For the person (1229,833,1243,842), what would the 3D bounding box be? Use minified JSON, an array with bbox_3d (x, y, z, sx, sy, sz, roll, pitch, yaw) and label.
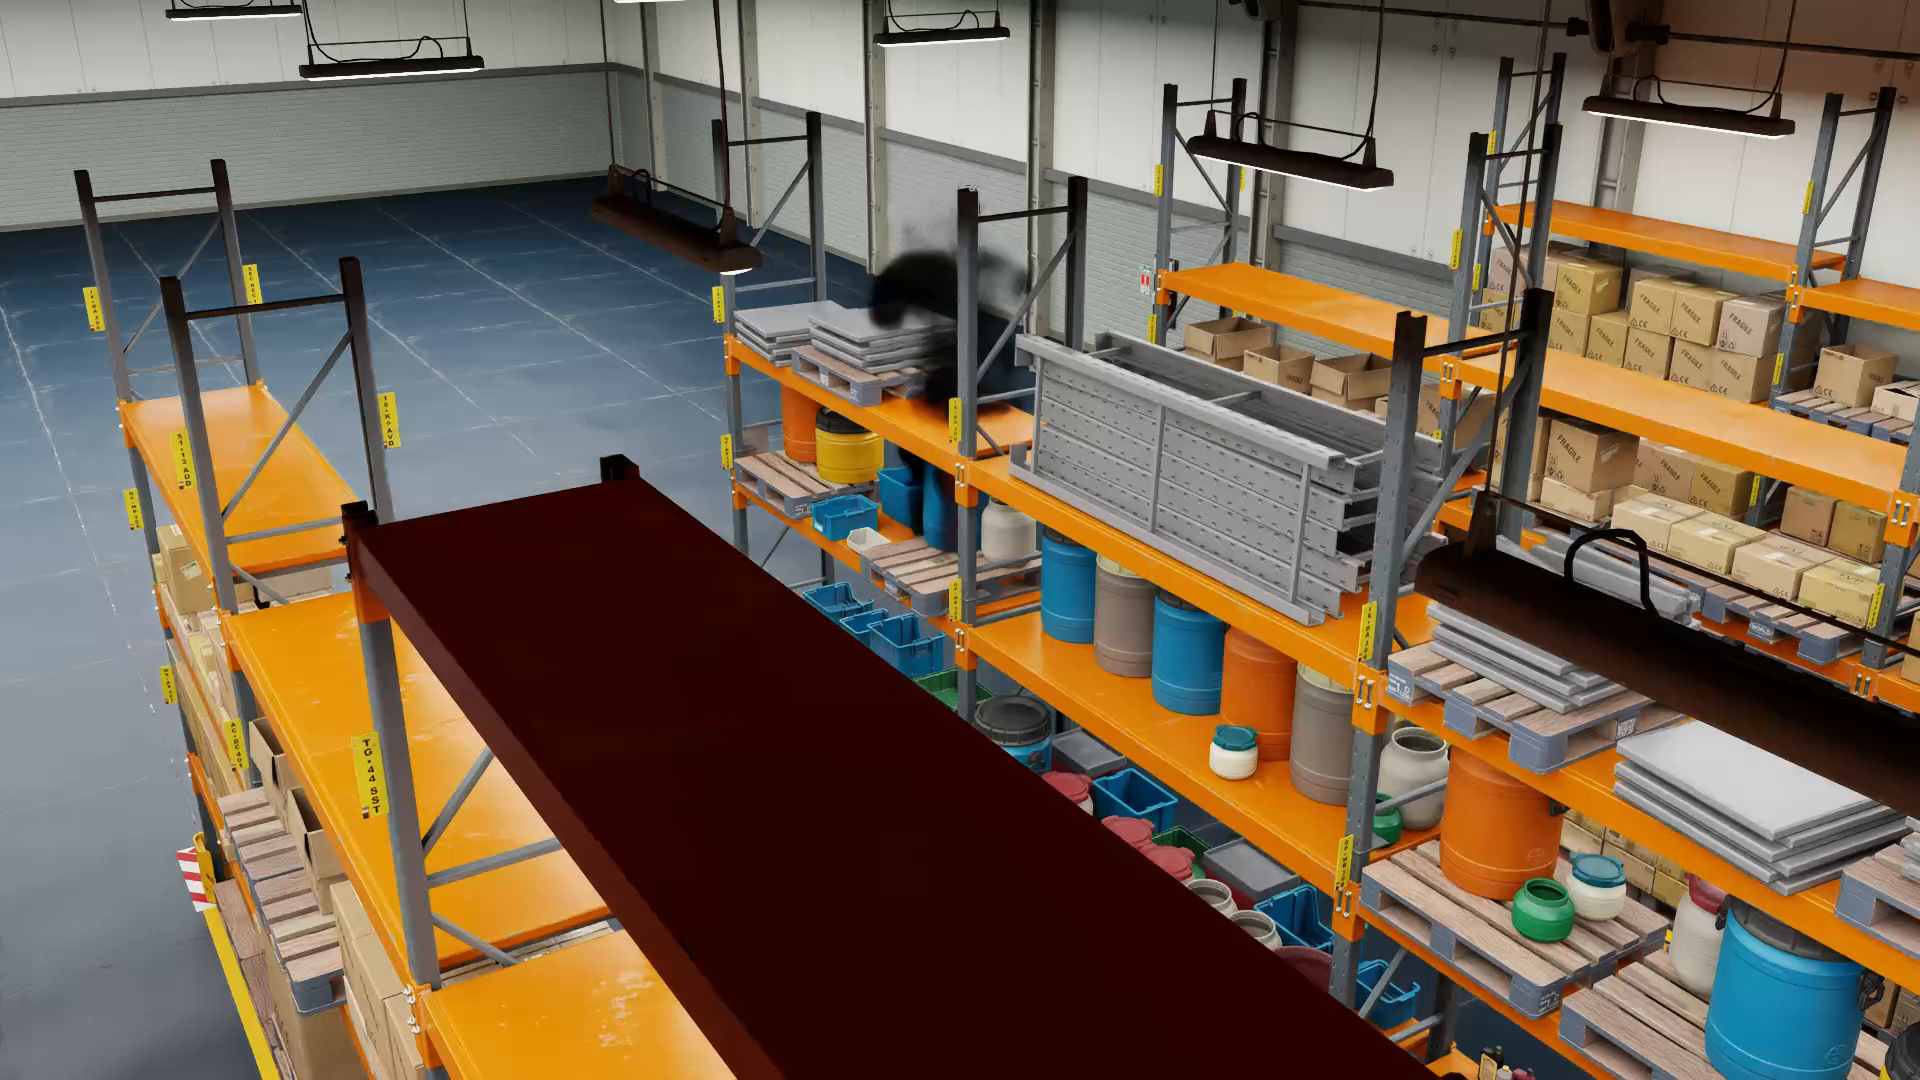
[{"bbox_3d":[2.372,1.918,13.478,0.643,1.894,0.837,-20,29,-40],"label":"person"}]
